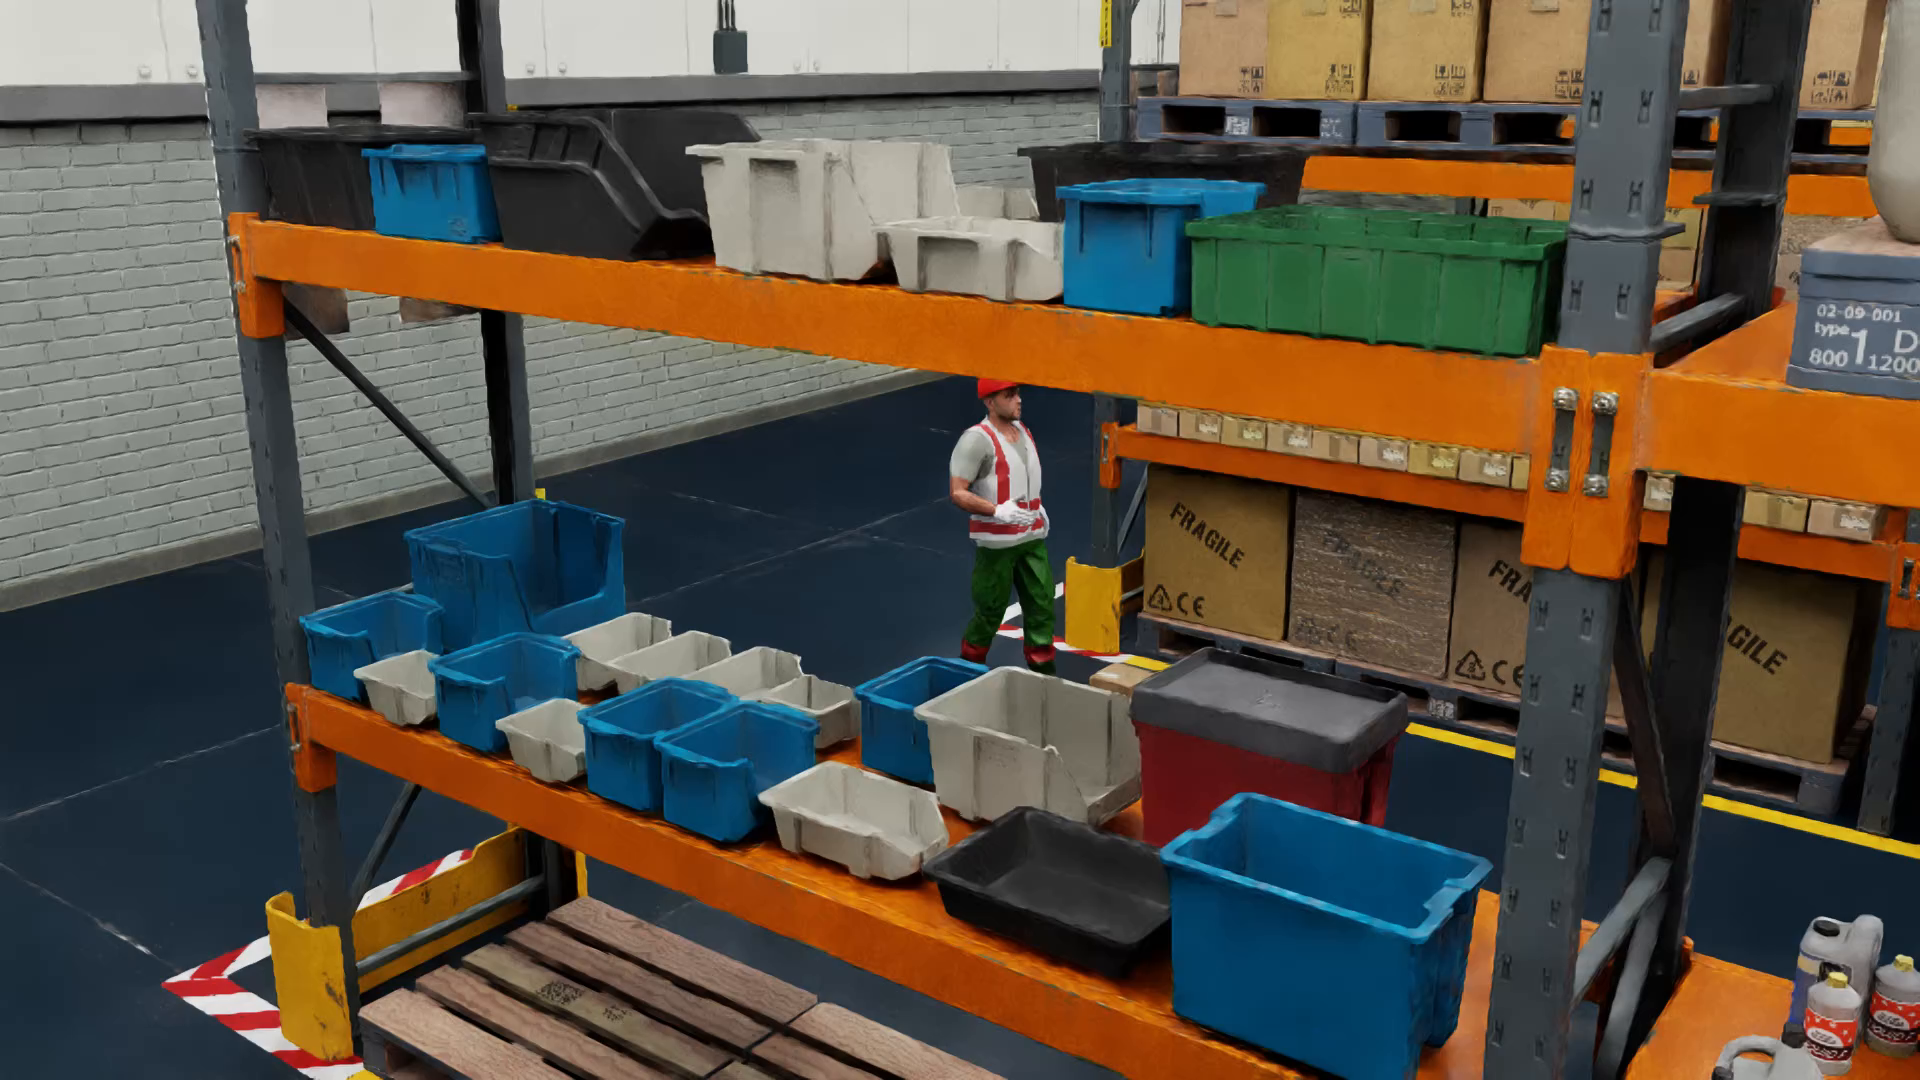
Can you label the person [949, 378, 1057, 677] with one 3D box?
[{"bbox_3d":[0.325,0.034,8.397,0.710,1.795,0.709,14,22,40],"label":"person"}]
